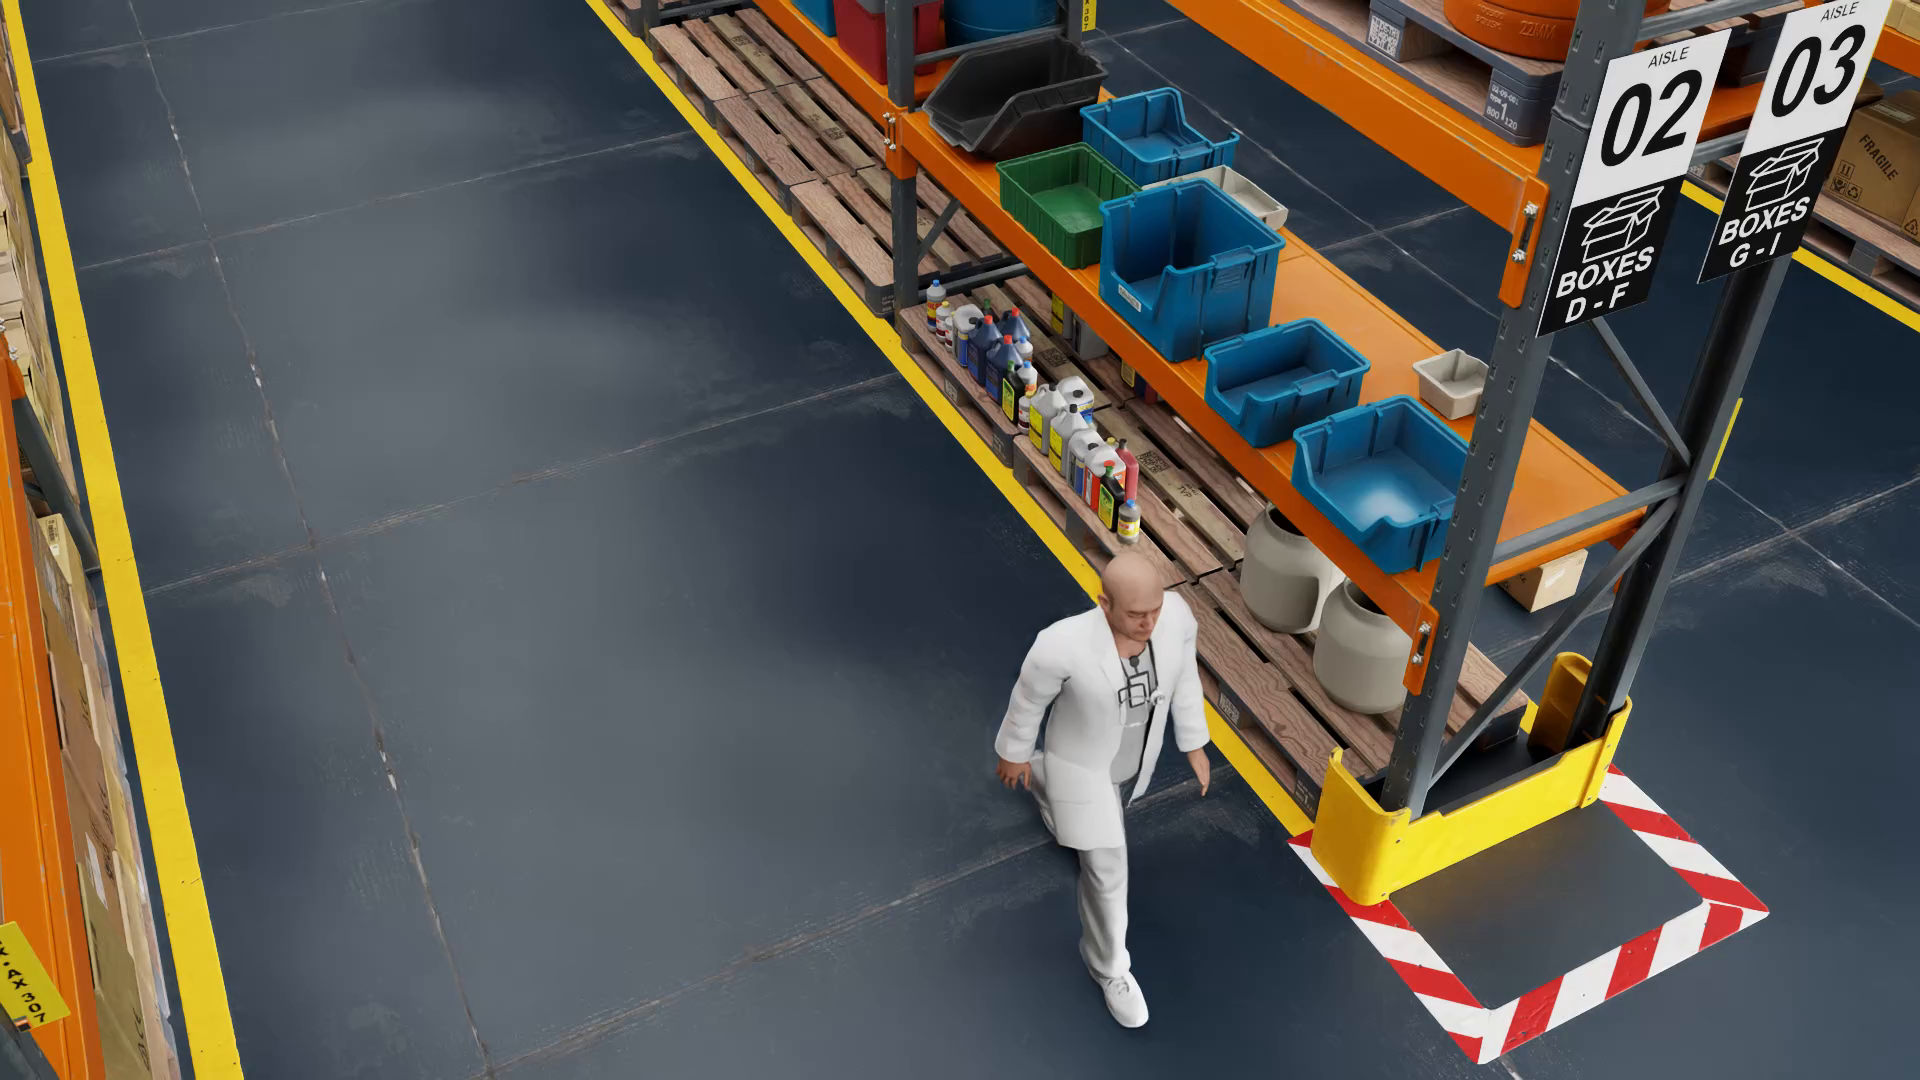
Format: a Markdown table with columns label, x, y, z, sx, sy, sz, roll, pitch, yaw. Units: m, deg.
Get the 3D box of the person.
| label | x | y | z | sx | sy | sz | roll | pitch | yaw |
| --- | --- | --- | --- | --- | --- | --- | --- | --- | --- |
| person | 0.443 | 0.652 | 5.422 | 0.635 | 1.737 | 1.123 | -21 | 45 | -22 |
